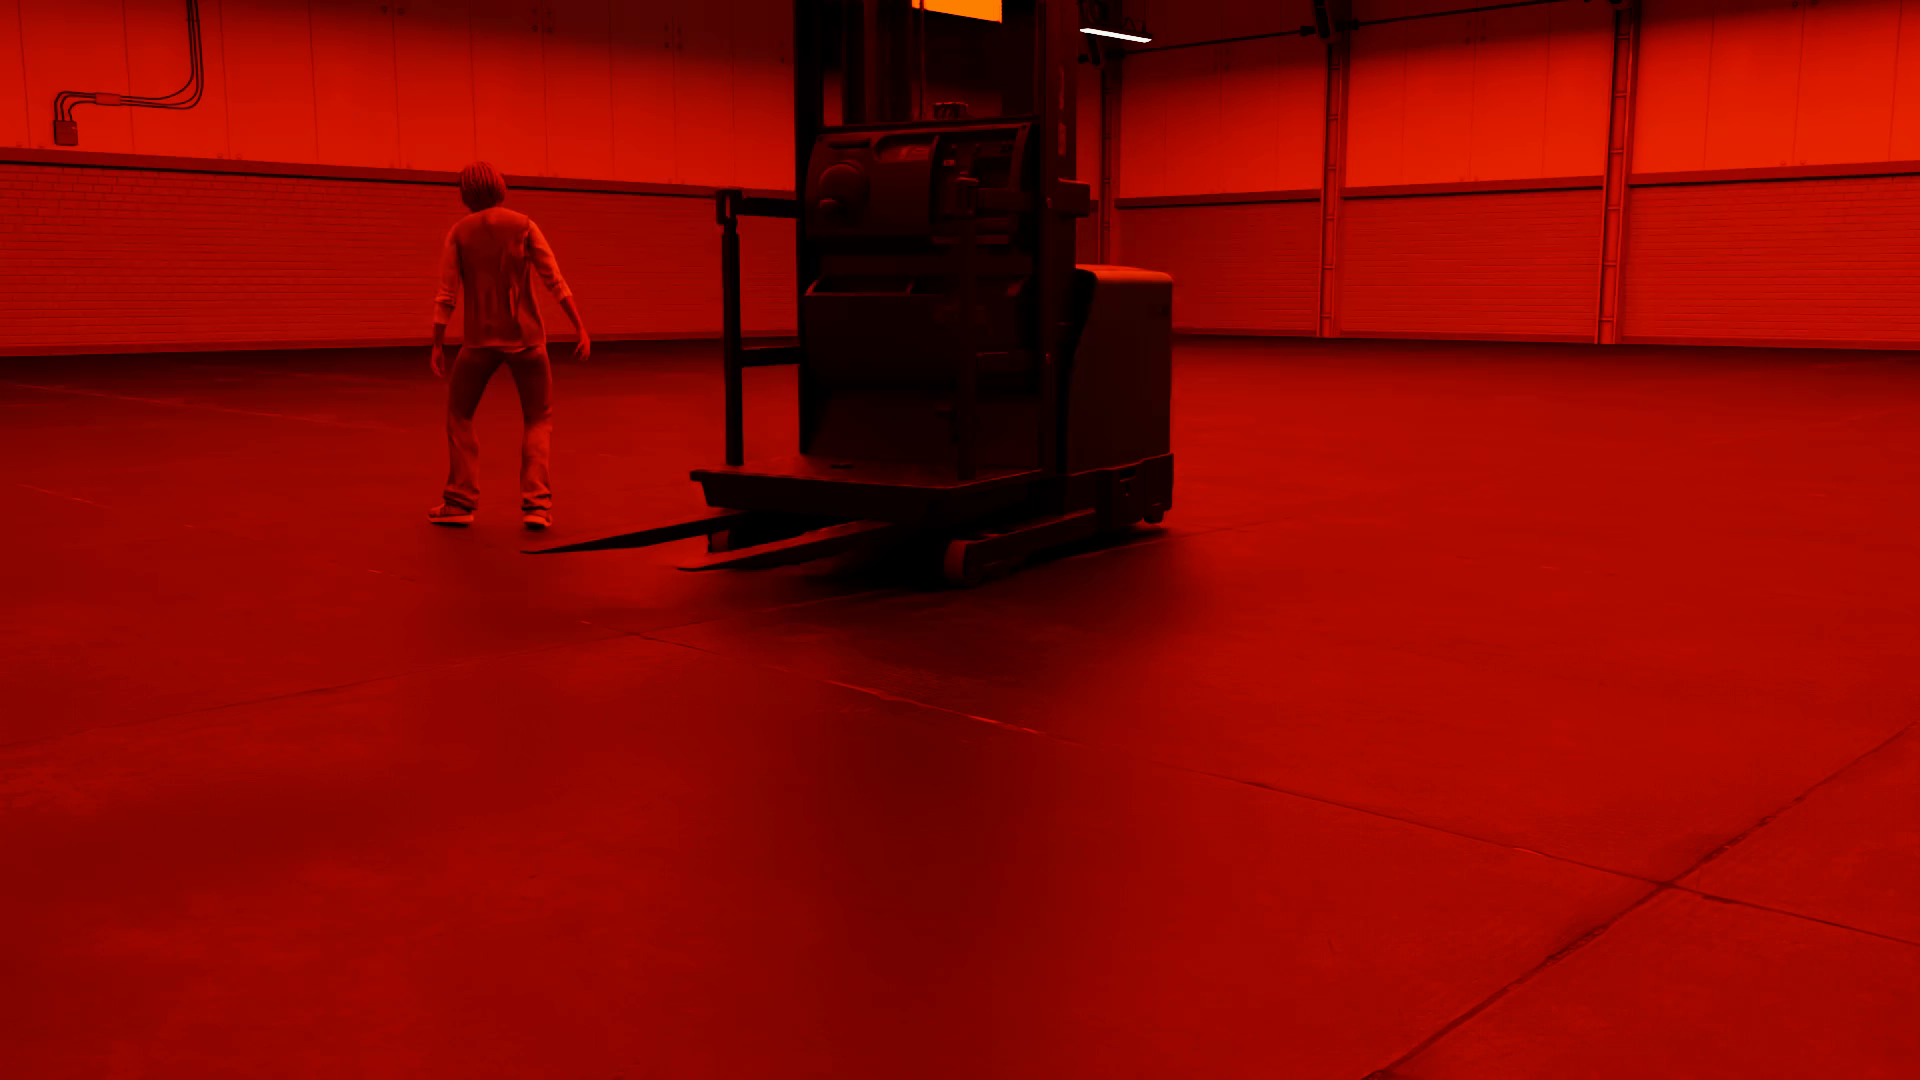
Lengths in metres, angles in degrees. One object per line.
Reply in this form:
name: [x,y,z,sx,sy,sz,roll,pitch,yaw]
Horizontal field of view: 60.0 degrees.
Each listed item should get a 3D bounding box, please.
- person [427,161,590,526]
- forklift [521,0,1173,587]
person: [-1.946,-0.817,7.082,0.732,1.569,0.412,-1,9,-7]
forklift: [-0.270,-1.366,5.942,1.130,2.935,3.031,5,10,30]
